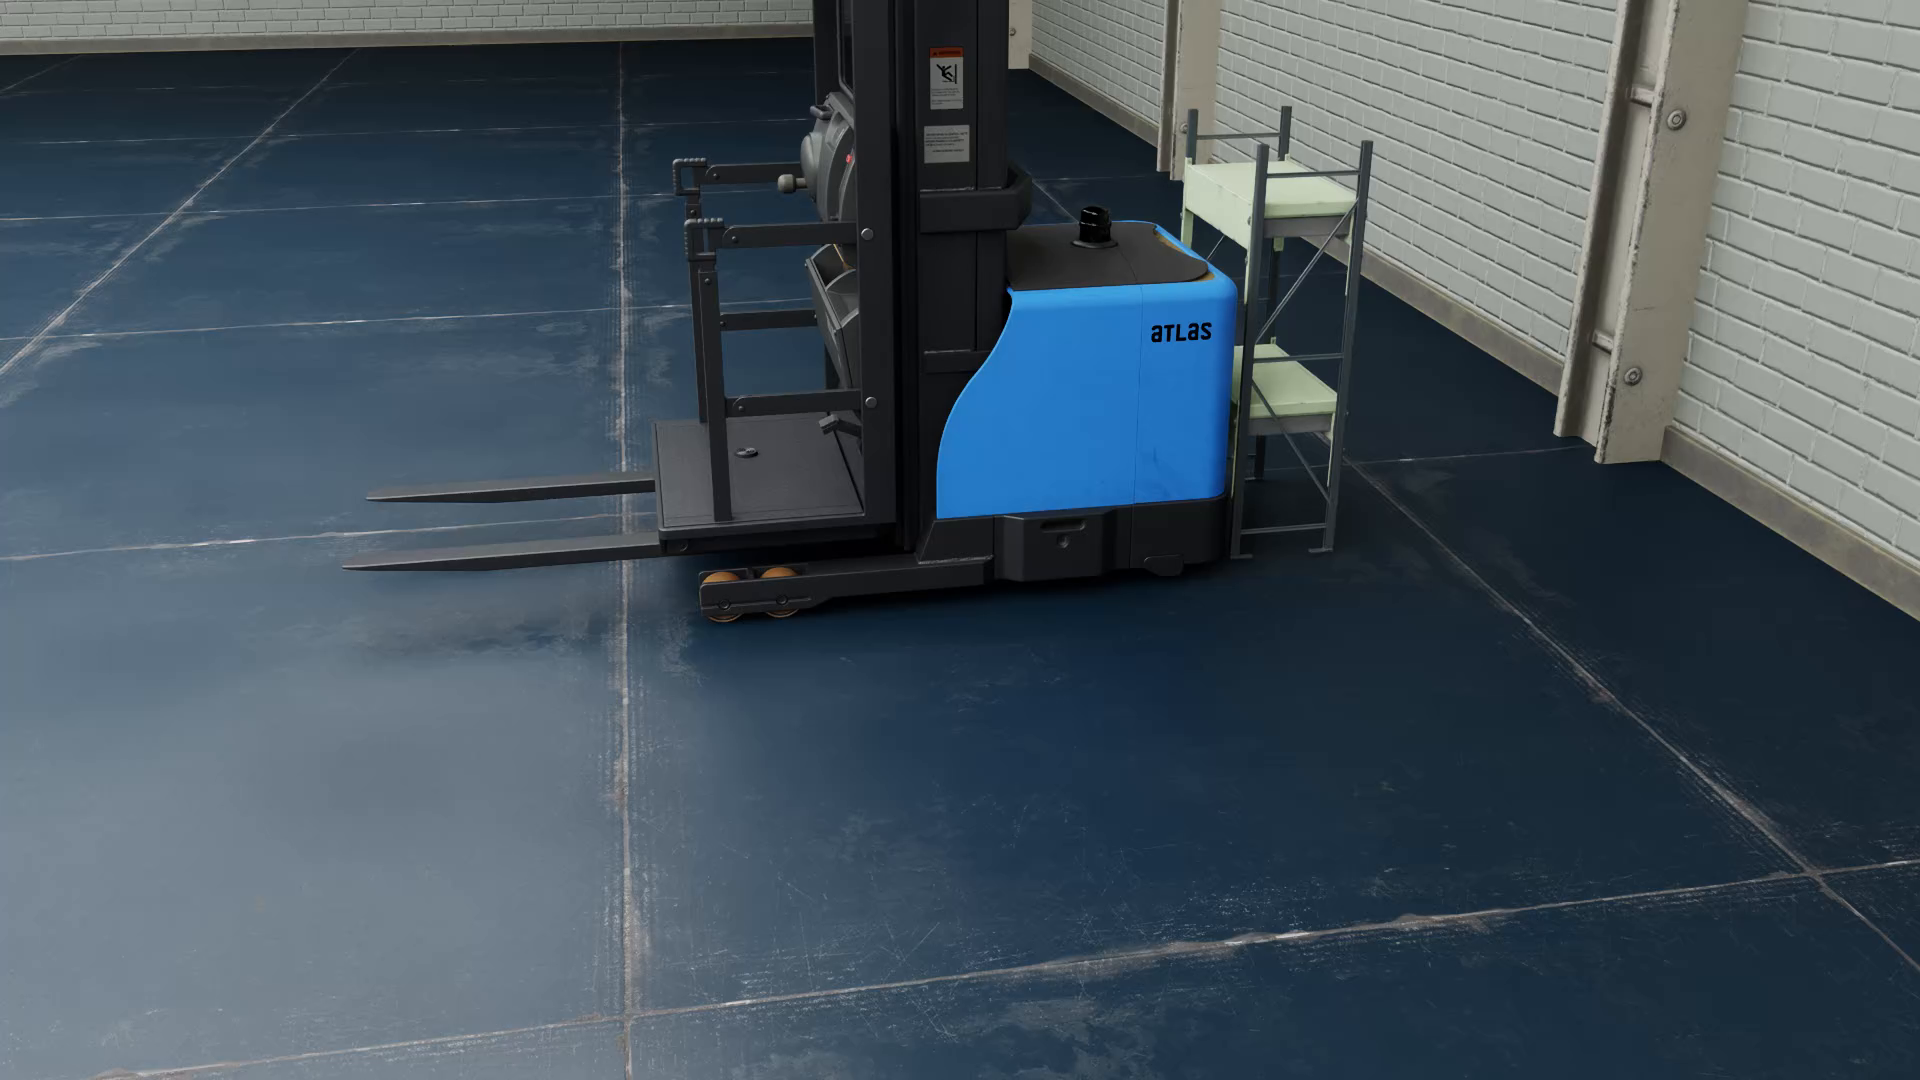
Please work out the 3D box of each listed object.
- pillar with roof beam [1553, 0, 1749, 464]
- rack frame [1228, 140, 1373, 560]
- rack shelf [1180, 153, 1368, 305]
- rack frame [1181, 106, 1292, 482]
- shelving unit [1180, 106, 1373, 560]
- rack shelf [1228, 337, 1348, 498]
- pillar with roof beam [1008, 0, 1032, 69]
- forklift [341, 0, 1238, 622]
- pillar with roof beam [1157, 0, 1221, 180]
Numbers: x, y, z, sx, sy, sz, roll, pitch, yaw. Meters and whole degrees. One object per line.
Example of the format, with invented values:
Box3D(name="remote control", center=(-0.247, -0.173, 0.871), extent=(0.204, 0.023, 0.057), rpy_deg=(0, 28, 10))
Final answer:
Box3D(name="pillar with roof beam", center=(-1.428, -4.213, 4.654), extent=(9.100, 9.000, 0.400), rpy_deg=(-4, 24, -10))
Box3D(name="rack frame", center=(1.182, -0.633, 5.825), extent=(0.400, 1.500, 0.023), rpy_deg=(-4, 24, -10))
Box3D(name="rack shelf", center=(1.112, -1.134, 5.998), extent=(0.431, 0.370, 0.720), rpy_deg=(-4, 24, -10))
Box3D(name="rack frame", center=(1.042, -0.921, 6.484), extent=(0.400, 1.500, 0.023), rpy_deg=(-4, 24, -10))
Box3D(name="shelving unit", center=(1.112, -0.777, 6.155), extent=(0.431, 1.500, 0.755), rpy_deg=(-4, 24, -10))
Box3D(name="rack shelf", center=(1.112, -0.478, 6.285), extent=(0.431, 0.370, 0.720), rpy_deg=(-4, 24, -10))
Box3D(name="pillar with roof beam", center=(-3.647, -8.933, 15.461), extent=(9.100, 9.000, 0.400), rpy_deg=(-4, 24, -10))
Box3D(name="forklift", center=(-0.619, -1.295, 5.553), extent=(3.031, 2.935, 1.130), rpy_deg=(-4, 24, -10))
Box3D(name="pillar with roof beam", center=(-2.537, -6.573, 10.058), extent=(9.100, 9.000, 0.400), rpy_deg=(-4, 24, -10))
